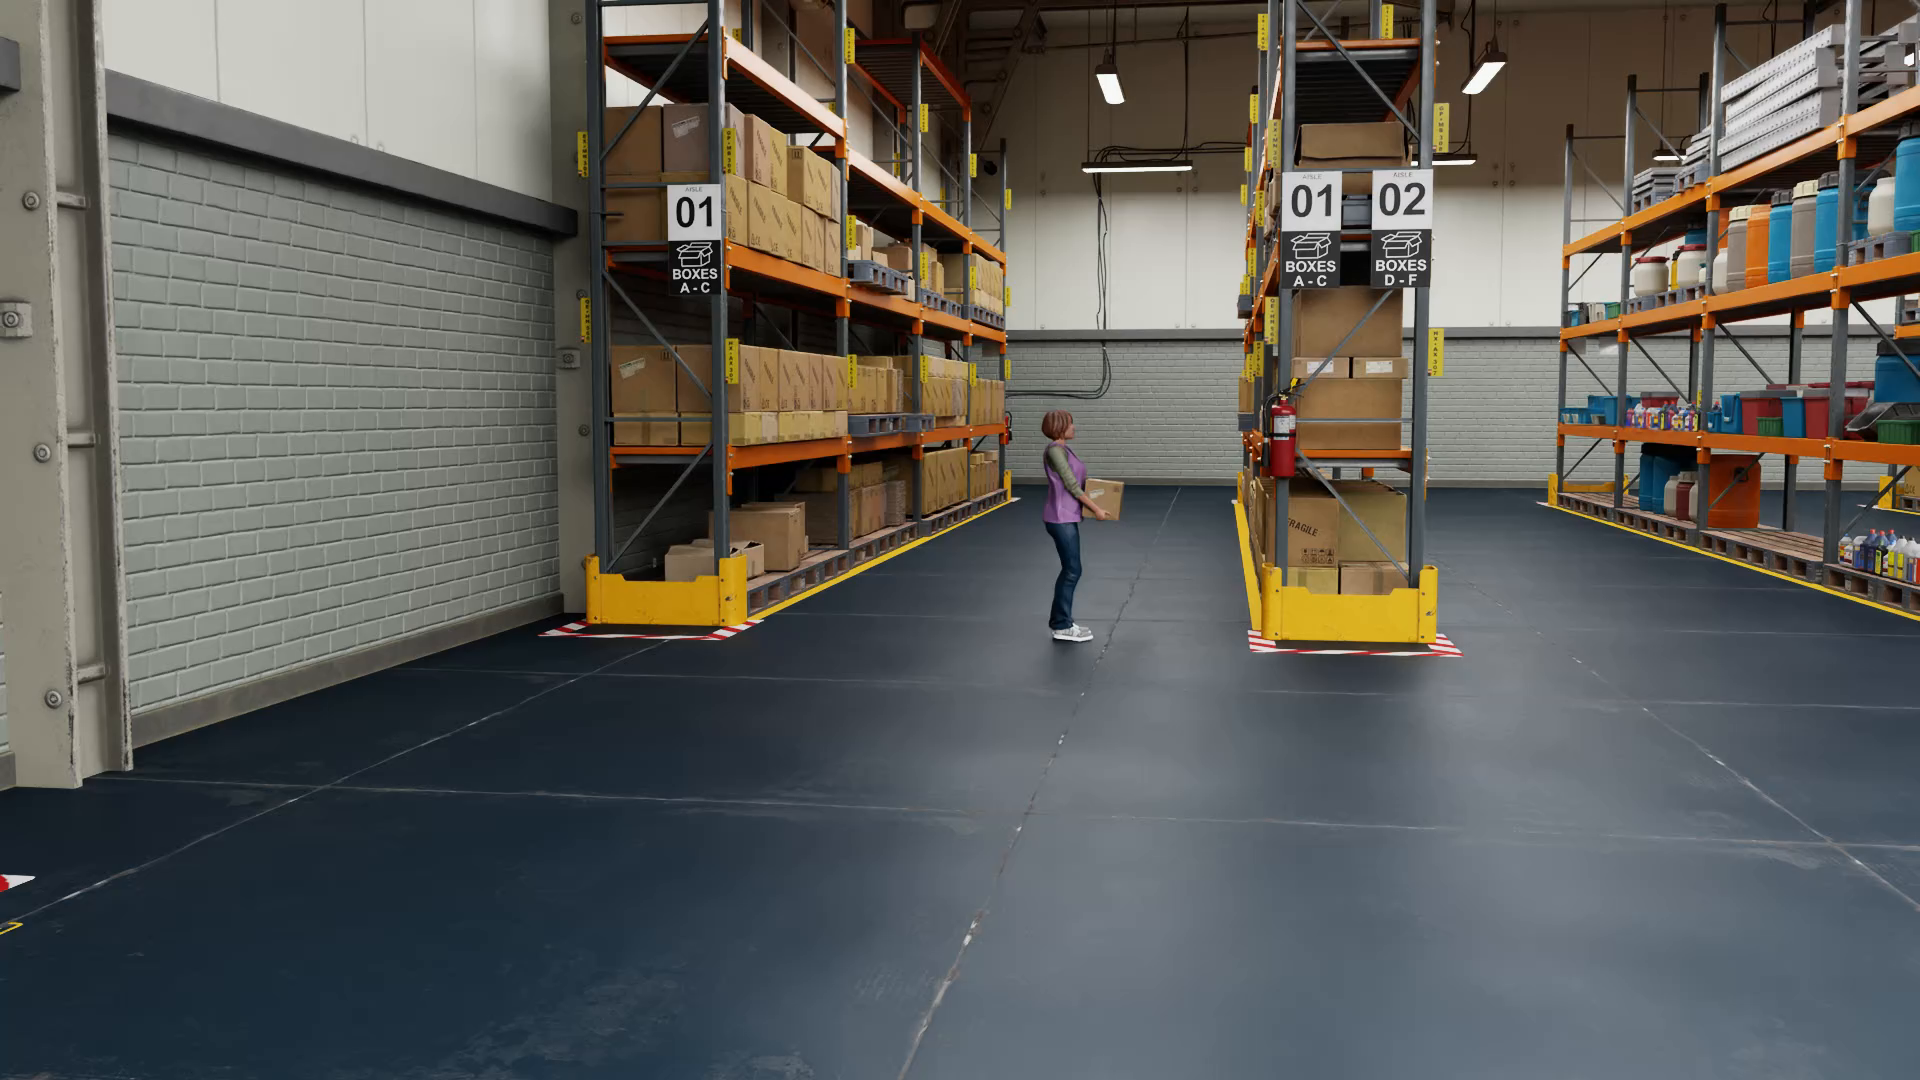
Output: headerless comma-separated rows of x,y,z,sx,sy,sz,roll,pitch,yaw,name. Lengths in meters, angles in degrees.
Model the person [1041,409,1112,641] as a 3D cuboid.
0.809,-0.108,11.472,0.496,1.588,0.407,1,5,9,person
